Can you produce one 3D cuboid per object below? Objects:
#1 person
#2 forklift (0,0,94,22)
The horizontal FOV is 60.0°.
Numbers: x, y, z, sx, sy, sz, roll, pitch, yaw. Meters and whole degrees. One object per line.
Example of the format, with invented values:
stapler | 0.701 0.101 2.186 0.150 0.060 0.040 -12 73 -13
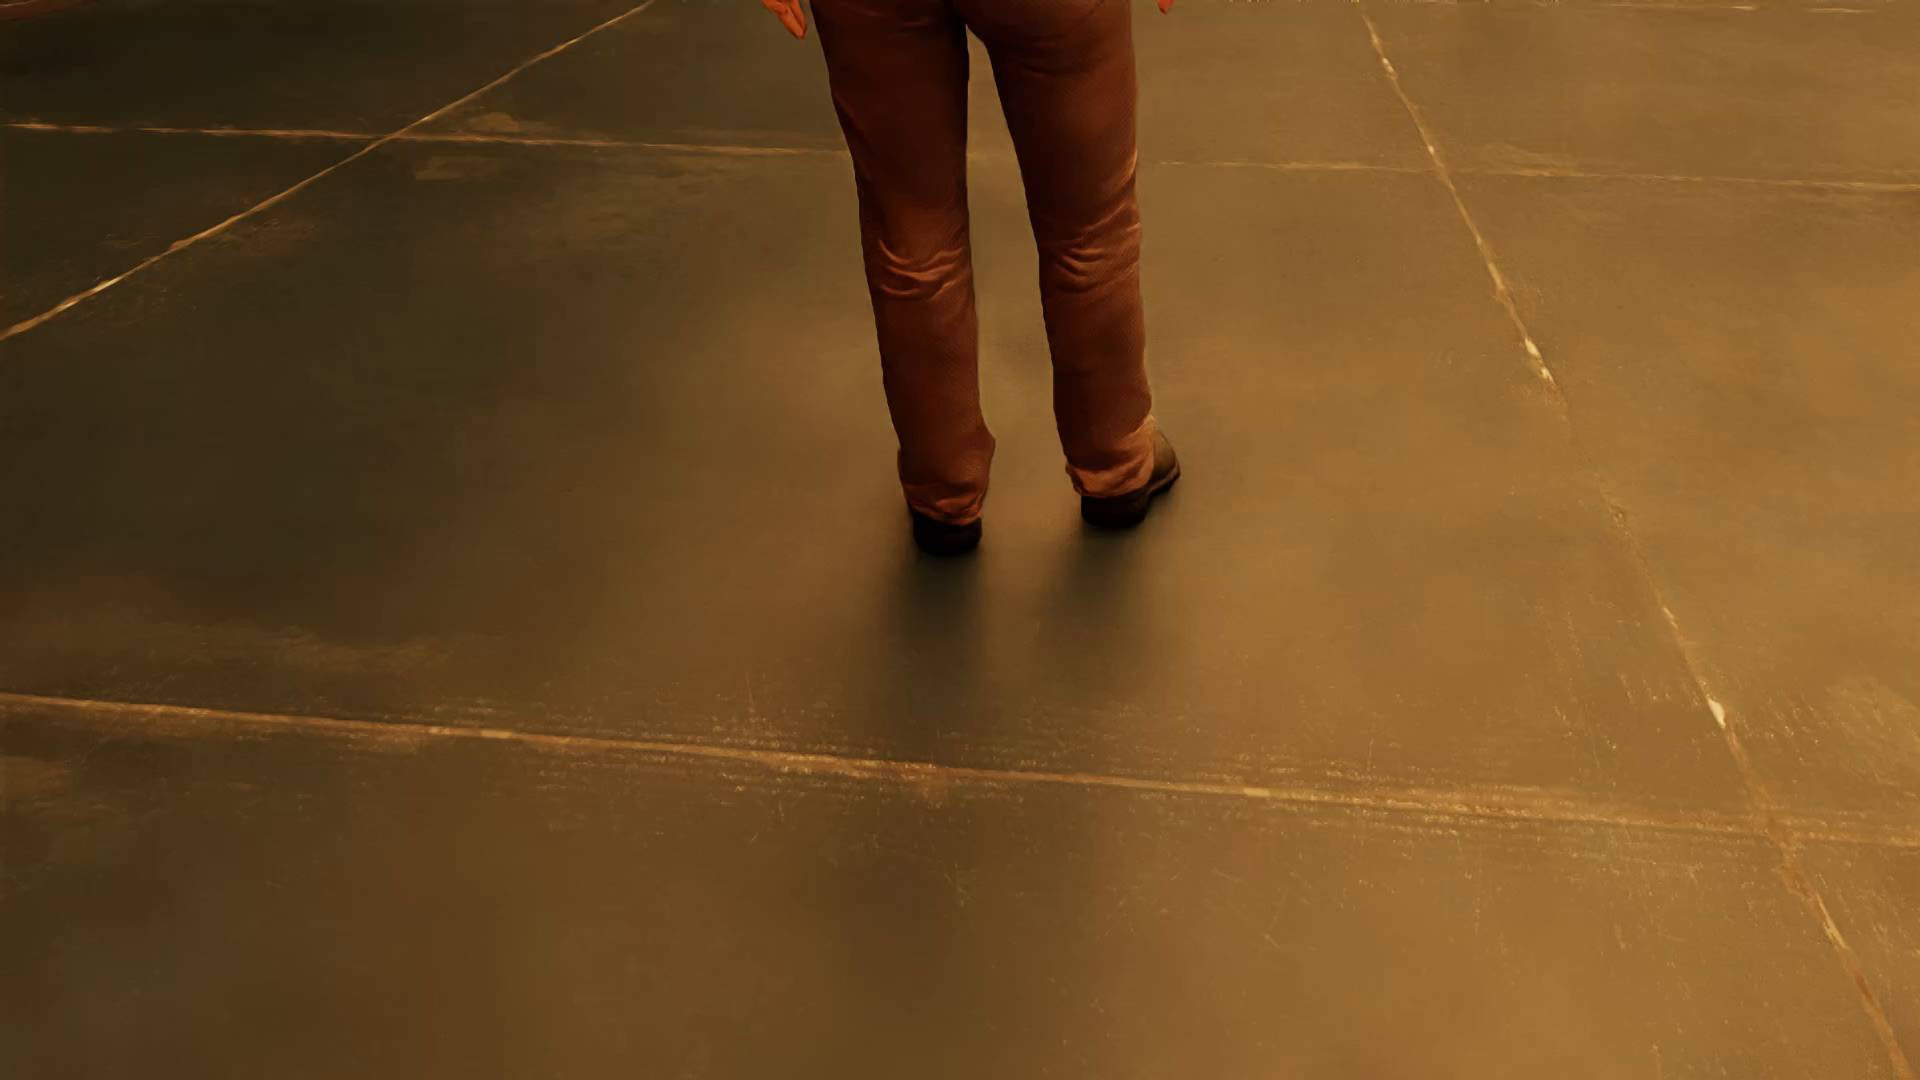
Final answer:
person | 0.016 -0.804 2.167 0.632 1.720 0.567 3 27 7
forklift | -3.973 -2.587 4.402 1.130 2.935 3.031 13 29 24
